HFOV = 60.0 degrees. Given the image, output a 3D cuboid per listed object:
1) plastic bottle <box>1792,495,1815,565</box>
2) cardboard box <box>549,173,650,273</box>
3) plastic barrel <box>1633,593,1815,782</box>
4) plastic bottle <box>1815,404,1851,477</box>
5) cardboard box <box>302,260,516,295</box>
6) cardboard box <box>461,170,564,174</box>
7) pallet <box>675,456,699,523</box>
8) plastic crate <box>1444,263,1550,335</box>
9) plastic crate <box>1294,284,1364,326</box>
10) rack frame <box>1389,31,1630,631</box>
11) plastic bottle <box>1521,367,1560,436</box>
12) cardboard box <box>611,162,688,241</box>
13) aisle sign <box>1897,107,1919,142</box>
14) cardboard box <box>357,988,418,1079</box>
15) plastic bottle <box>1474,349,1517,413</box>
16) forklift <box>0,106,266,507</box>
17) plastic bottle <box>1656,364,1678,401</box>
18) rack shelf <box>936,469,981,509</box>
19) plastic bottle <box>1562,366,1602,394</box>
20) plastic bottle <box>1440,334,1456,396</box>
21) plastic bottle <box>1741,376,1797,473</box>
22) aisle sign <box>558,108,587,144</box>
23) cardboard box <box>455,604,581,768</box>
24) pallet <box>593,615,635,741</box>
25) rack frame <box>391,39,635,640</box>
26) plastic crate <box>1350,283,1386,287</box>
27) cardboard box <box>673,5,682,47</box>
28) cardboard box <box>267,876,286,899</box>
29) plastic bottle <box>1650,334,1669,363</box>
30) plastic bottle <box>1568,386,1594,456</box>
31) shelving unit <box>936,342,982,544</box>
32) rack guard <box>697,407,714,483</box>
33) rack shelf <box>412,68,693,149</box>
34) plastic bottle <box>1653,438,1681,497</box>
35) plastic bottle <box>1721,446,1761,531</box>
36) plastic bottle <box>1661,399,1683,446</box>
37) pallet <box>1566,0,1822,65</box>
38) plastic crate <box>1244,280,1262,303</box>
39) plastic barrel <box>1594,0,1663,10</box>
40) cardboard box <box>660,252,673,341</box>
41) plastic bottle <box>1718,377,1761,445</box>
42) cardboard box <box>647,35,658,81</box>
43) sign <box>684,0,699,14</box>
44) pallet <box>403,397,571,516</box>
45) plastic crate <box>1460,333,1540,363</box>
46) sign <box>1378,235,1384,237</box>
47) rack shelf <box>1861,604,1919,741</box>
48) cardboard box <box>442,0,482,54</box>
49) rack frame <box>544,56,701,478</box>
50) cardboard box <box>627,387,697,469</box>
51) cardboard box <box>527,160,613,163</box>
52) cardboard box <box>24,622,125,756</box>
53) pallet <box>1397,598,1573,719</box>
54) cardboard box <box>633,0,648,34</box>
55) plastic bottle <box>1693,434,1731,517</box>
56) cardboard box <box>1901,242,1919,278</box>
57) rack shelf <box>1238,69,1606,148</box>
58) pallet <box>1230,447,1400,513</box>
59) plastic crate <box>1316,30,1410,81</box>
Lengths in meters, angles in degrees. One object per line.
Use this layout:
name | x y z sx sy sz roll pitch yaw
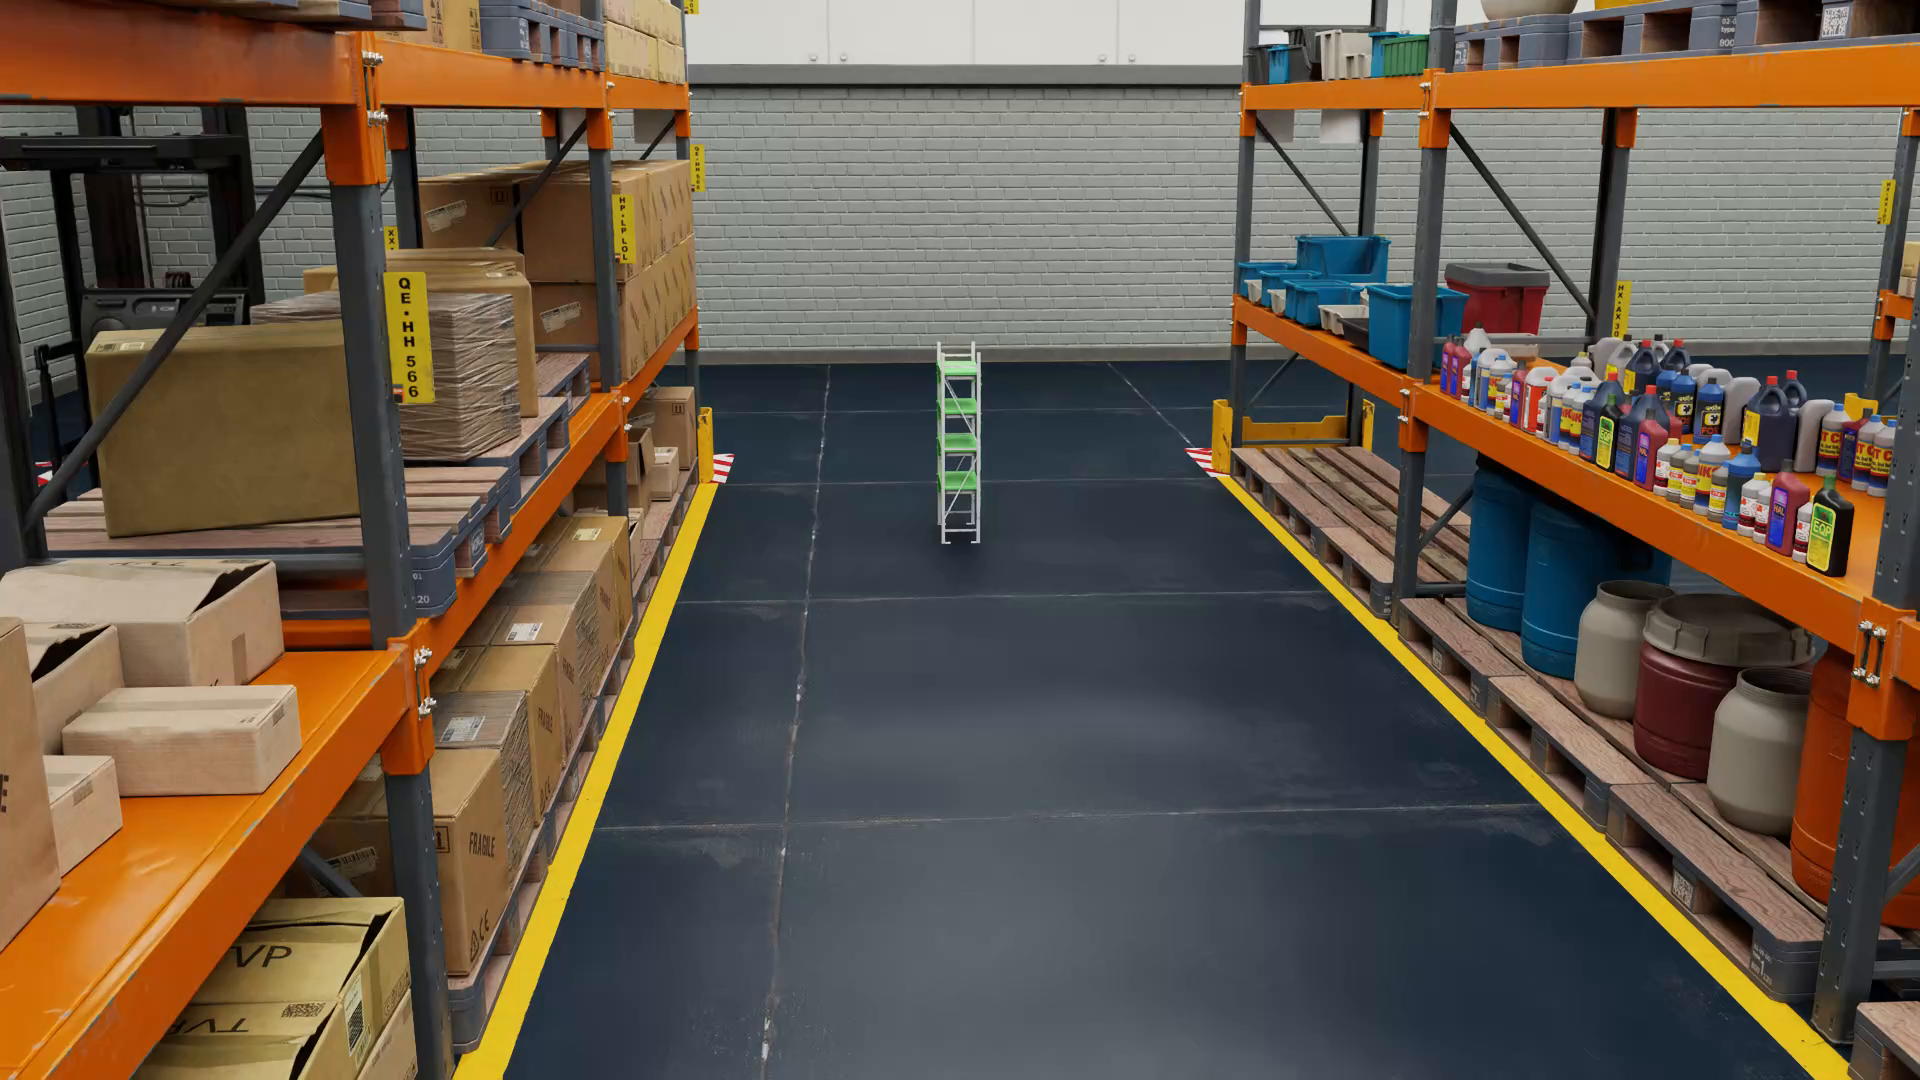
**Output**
plastic bottle | 2.584 -0.033 5.033 0.097 0.201 0.097 0 14 0
cardboard box | -1.949 -1.708 8.937 0.500 0.500 0.500 -1 14 -5
plastic barrel | 2.906 0.556 6.342 0.600 0.588 0.708 -1 14 -3
plastic bottle | 3.268 -0.373 6.214 0.097 0.271 0.097 0 14 0
cardboard box | -2.256 -0.886 6.906 0.700 0.500 0.500 1 14 5
cardboard box | -2.524 -1.832 9.421 0.500 0.500 0.500 -1 14 -3
pallet | -2.361 -0.352 11.473 1.003 0.211 1.213 -1 14 -3
plastic crate | 2.971 -1.287 9.259 0.402 0.464 0.583 -1 14 -3
plastic crate | 2.315 -1.475 10.455 0.416 0.233 0.300 -1 14 -3
rack frame | 2.776 -1.001 8.397 1.000 3.000 0.127 -1 14 -3
plastic bottle | 2.481 -0.590 7.047 0.152 0.276 0.135 -1 14 -3
cardboard box | -2.082 -2.221 10.930 0.500 0.500 0.500 0 14 -2
aisle sign | 7.167 -3.344 12.288 0.394 0.787 0.004 -1 14 -3
cardboard box | -1.645 1.325 4.033 0.500 0.250 0.500 -1 14 -2
plastic bottle | 2.447 -0.729 7.588 0.152 0.276 0.135 -1 14 -3
forklift | -4.654 -1.260 9.540 1.130 2.935 3.031 -1 14 -3
plastic bottle | 3.053 -0.623 7.185 0.097 0.271 0.097 0 14 0
rack shelf | -0.010 -0.328 10.613 0.258 0.148 0.480 -1 14 -3
plastic bottle | 2.633 -0.592 7.056 0.152 0.276 0.135 -1 14 -3
plastic bottle | 2.373 -0.847 8.031 0.061 0.283 0.133 -1 14 -3
plastic bottle | 3.084 -0.444 6.330 0.144 0.351 0.185 -1 14 -3
aisle sign | -2.714 -3.192 11.694 0.394 0.787 0.004 -1 14 -3
cardboard box | -1.765 0.565 6.445 0.500 0.500 0.500 -1 14 -5
pallet | -2.080 0.627 7.666 1.003 0.211 1.213 -1 14 -3
rack frame | -2.169 -0.925 8.103 1.000 3.000 0.127 -1 14 -3
plastic crate | 2.759 -1.697 11.511 0.396 0.136 0.243 -1 14 -3
cardboard box | -2.130 -3.418 11.071 0.500 0.250 0.500 -1 14 -3
cardboard box | -2.213 0.838 5.383 0.500 0.500 0.500 0 14 -1
plastic bottle | 3.159 -0.753 7.534 0.144 0.351 0.185 -1 14 -3
plastic bottle | 2.482 -0.476 6.615 0.097 0.271 0.097 0 14 0
shelving unit | -0.010 -0.622 10.537 0.258 1.200 0.503 -1 14 -3
rack guard | -2.412 -0.691 12.207 1.175 0.500 0.348 -1 14 -3
rack shelf | -2.292 -2.527 9.752 1.077 0.370 4.000 -1 14 -3
plastic bottle | 2.527 -0.260 5.915 0.097 0.201 0.097 0 14 0
plastic bottle | 2.557 -0.173 5.435 0.097 0.271 0.097 0 14 0
plastic bottle | 2.634 -0.376 6.202 0.061 0.283 0.133 -1 14 -3
pallet | 2.995 -1.887 6.198 1.003 0.211 1.213 -1 14 -3
plastic crate | 2.152 -1.749 11.715 0.250 0.136 0.298 -1 14 -3
plastic barrel | 3.035 -2.524 7.077 0.600 0.588 0.600 0 14 0
cardboard box | -2.025 -1.483 10.069 0.500 0.500 0.500 -1 14 -4
plastic bottle | 3.199 -0.540 6.856 0.152 0.276 0.135 -1 14 -3
cardboard box | -2.042 -2.803 9.683 0.500 0.250 0.500 -1 14 -3
sign | -1.861 -3.805 11.499 0.100 0.325 0.005 -1 14 -3
pallet | -2.046 -0.321 6.140 1.003 0.211 1.213 -1 14 -3
plastic crate | 2.889 -1.020 8.880 0.396 0.136 0.243 -1 14 -3
sign | 3.076 -2.087 12.291 0.100 0.325 0.005 -1 14 -3
rack shelf | 3.147 0.840 2.687 1.077 0.370 4.000 -1 14 -3
cardboard box | -2.045 -1.796 5.266 0.910 0.500 0.500 -1 14 -3
rack frame | -2.416 -1.920 11.969 1.000 3.000 0.127 -1 14 -3
cardboard box | -2.137 -0.791 11.715 0.500 0.500 0.500 -1 14 -3
cardboard box | -2.652 -2.338 11.388 0.500 0.500 0.500 0 14 -2
cardboard box | -2.059 0.338 3.372 0.500 0.311 0.500 -1 14 -4
pallet | 2.782 0.542 7.996 1.003 0.211 1.213 -1 14 -3
cardboard box | -2.003 -2.921 9.138 0.500 0.250 0.500 -1 14 -3
plastic bottle | 2.545 -0.221 5.624 0.097 0.271 0.097 0 14 0
cardboard box | 7.231 -2.020 12.062 0.500 0.250 0.500 -1 14 -5
rack shelf | 2.652 -2.603 10.046 1.077 0.370 4.000 -1 14 -3
pallet | 2.540 -0.440 11.811 1.003 0.211 1.213 -1 14 -3
plastic crate | 2.357 -2.835 9.743 0.437 0.282 0.530 -1 14 -3
